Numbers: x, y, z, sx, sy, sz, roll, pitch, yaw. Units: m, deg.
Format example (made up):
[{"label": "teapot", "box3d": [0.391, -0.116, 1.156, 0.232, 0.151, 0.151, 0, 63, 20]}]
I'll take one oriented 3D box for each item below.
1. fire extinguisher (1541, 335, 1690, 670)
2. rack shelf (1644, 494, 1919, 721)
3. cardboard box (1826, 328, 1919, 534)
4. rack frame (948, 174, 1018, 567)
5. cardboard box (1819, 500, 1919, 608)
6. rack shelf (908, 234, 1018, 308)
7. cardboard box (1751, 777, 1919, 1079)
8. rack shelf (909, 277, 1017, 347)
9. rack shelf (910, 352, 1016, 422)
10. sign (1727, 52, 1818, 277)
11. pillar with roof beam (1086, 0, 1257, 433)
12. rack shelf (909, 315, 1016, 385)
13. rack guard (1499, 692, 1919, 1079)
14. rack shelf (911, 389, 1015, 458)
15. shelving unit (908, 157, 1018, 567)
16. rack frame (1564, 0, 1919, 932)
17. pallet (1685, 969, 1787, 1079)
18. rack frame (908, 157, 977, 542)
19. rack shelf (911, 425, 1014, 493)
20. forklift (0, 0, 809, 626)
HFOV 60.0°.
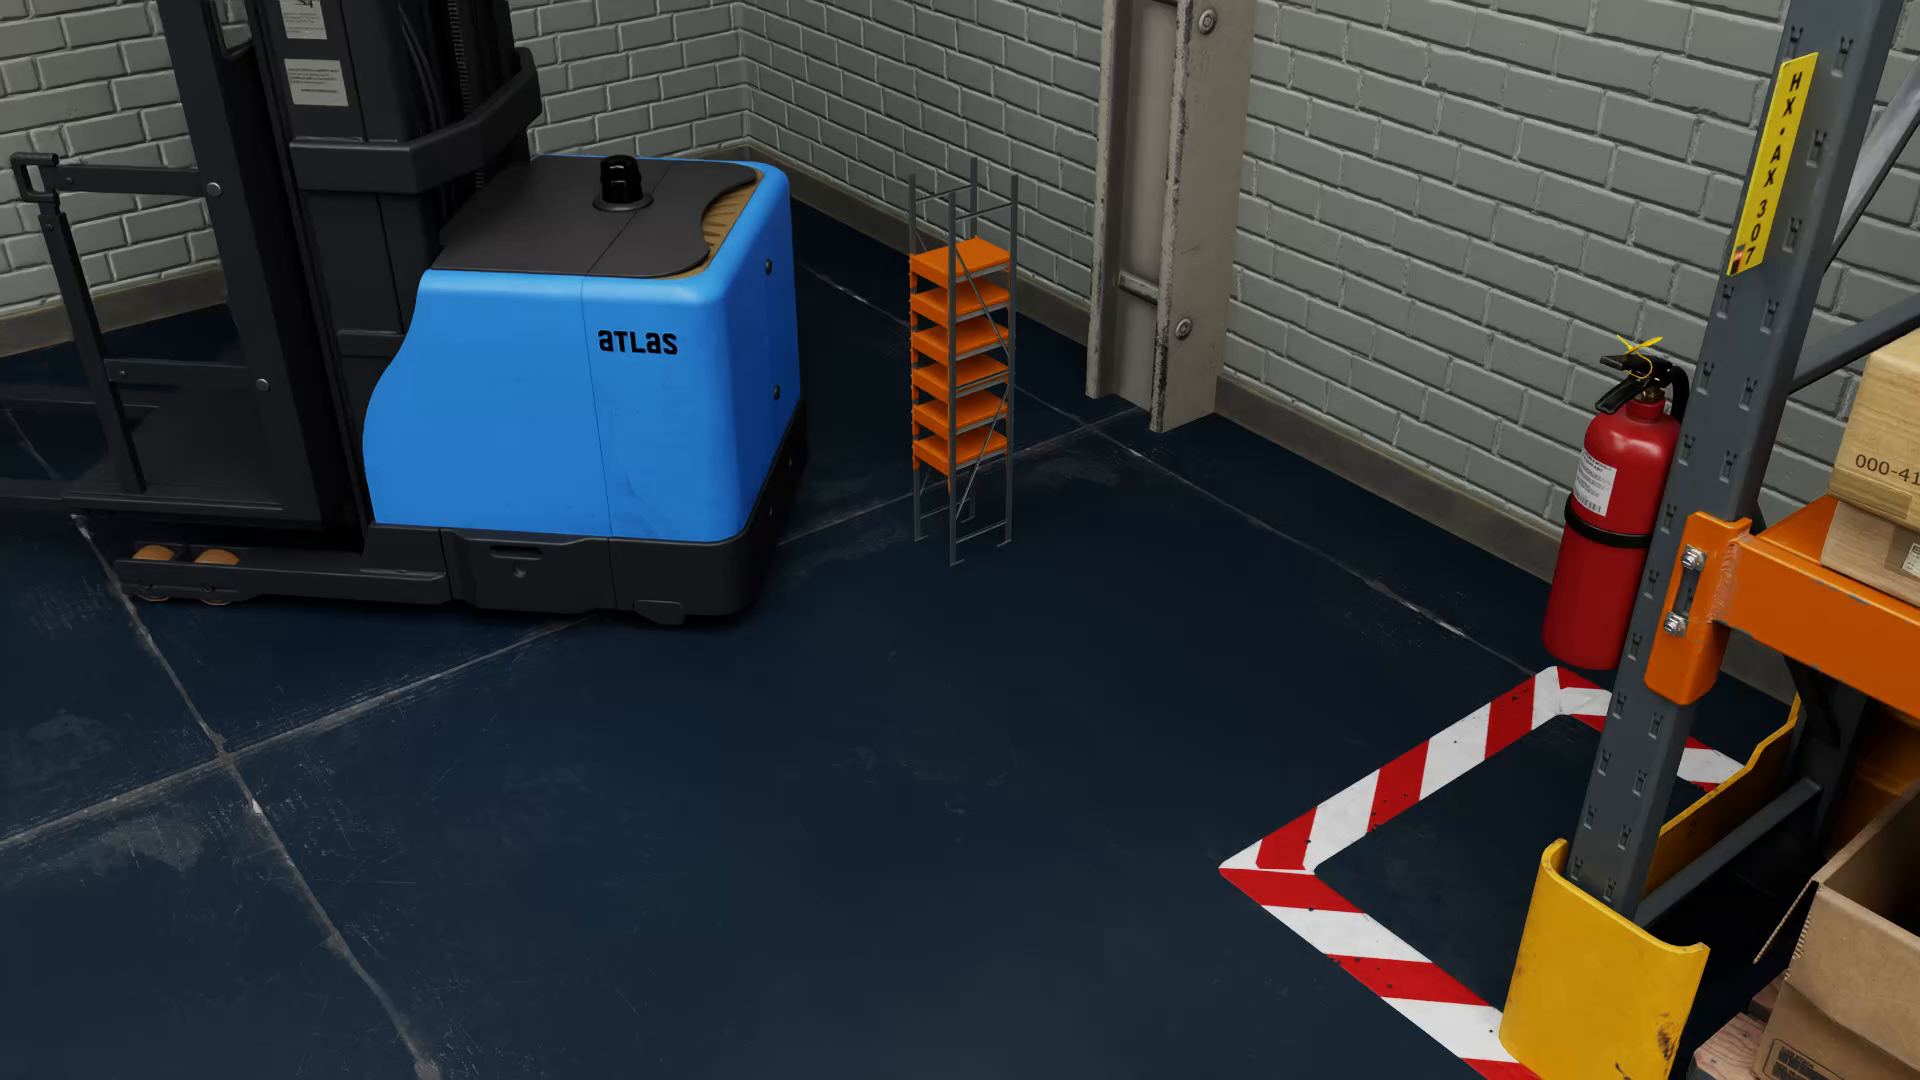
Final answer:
[{"label": "fire extinguisher", "box3d": [1.186, -0.085, 2.971, 0.296, 0.674, 0.183, -22, 38, -31]}, {"label": "rack shelf", "box3d": [2.868, 0.774, 1.842, 1.077, 0.370, 4.000, -22, 38, -31]}, {"label": "cardboard box", "box3d": [1.707, -0.151, 2.511, 0.500, 0.250, 0.500, -22, 38, -31]}, {"label": "rack frame", "box3d": [0.065, -0.466, 4.862, 0.240, 1.200, 0.006, -22, 38, -31]}, {"label": "cardboard box", "box3d": [1.627, -0.032, 2.697, 0.380, 0.149, 0.250, -23, 38, -32]}, {"label": "rack shelf", "box3d": [0.009, -0.772, 4.757, 0.258, 0.103, 0.180, -22, 38, -31]}, {"label": "cardboard box", "box3d": [1.942, 0.803, 3.083, 0.797, 0.503, 0.637, -24, 39, -33]}, {"label": "rack shelf", "box3d": [0.009, -0.670, 4.821, 0.258, 0.103, 0.180, -22, 38, -31]}, {"label": "rack shelf", "box3d": [0.009, -0.466, 4.947, 0.258, 0.103, 0.180, -22, 38, -31]}, {"label": "sign", "box3d": [1.213, -0.557, 2.483, 0.100, 0.325, 0.005, -22, 38, -31]}, {"label": "pillar with roof beam", "box3d": [-2.700, -2.936, 1.448, 9.100, 9.000, 0.400, -22, 38, -31]}, {"label": "rack shelf", "box3d": [0.009, -0.568, 4.884, 0.258, 0.103, 0.180, -22, 38, -31]}, {"label": "rack guard", "box3d": [1.688, 0.729, 3.603, 1.175, 0.500, 0.348, -22, 38, -31]}, {"label": "rack shelf", "box3d": [0.009, -0.364, 5.010, 0.258, 0.103, 0.180, -22, 38, -31]}, {"label": "shelving unit", "box3d": [0.009, -0.504, 4.924, 0.258, 1.200, 0.189, -22, 38, -31]}, {"label": "rack frame", "box3d": [1.642, -0.365, 2.995, 1.000, 3.000, 0.127, -22, 38, -31]}, {"label": "pallet", "box3d": [2.178, 1.183, 3.145, 1.003, 0.211, 1.213, -22, 38, -31]}, {"label": "rack frame", "box3d": [-0.047, -0.542, 4.985, 0.240, 1.200, 0.006, -22, 38, -31]}, {"label": "rack shelf", "box3d": [0.009, -0.262, 5.074, 0.258, 0.103, 0.180, -22, 38, -31]}, {"label": "forklift", "box3d": [-2.059, -1.323, 4.602, 3.031, 2.935, 1.130, 3, 32, 5]}]
